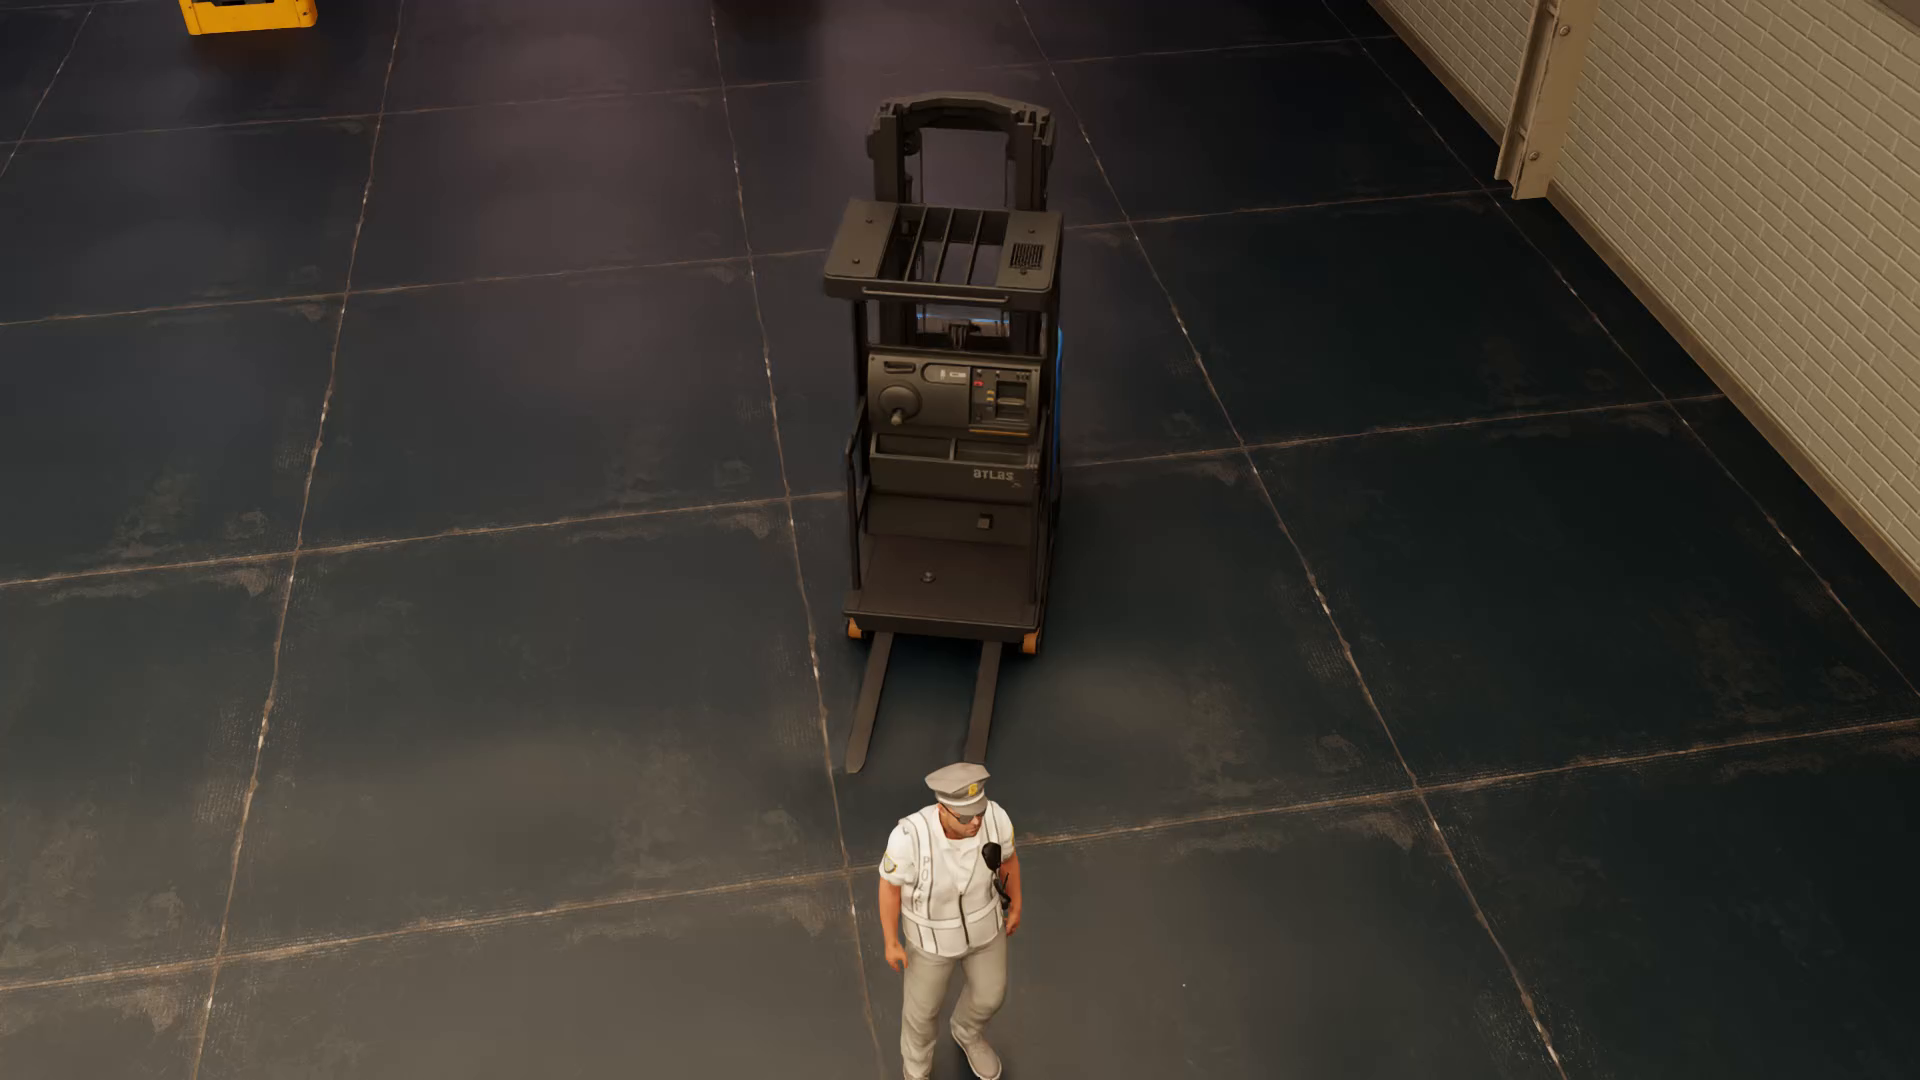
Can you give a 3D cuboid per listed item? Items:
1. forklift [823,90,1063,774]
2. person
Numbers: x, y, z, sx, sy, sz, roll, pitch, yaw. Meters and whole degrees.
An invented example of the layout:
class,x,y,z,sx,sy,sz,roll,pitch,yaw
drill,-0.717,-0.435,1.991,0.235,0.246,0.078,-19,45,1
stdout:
class,x,y,z,sx,sy,sz,roll,pitch,yaw
forklift,-0.059,-0.709,8.791,1.130,2.935,3.031,5,41,5
person,-0.003,1.644,6.904,0.628,1.783,0.551,-14,42,-16
